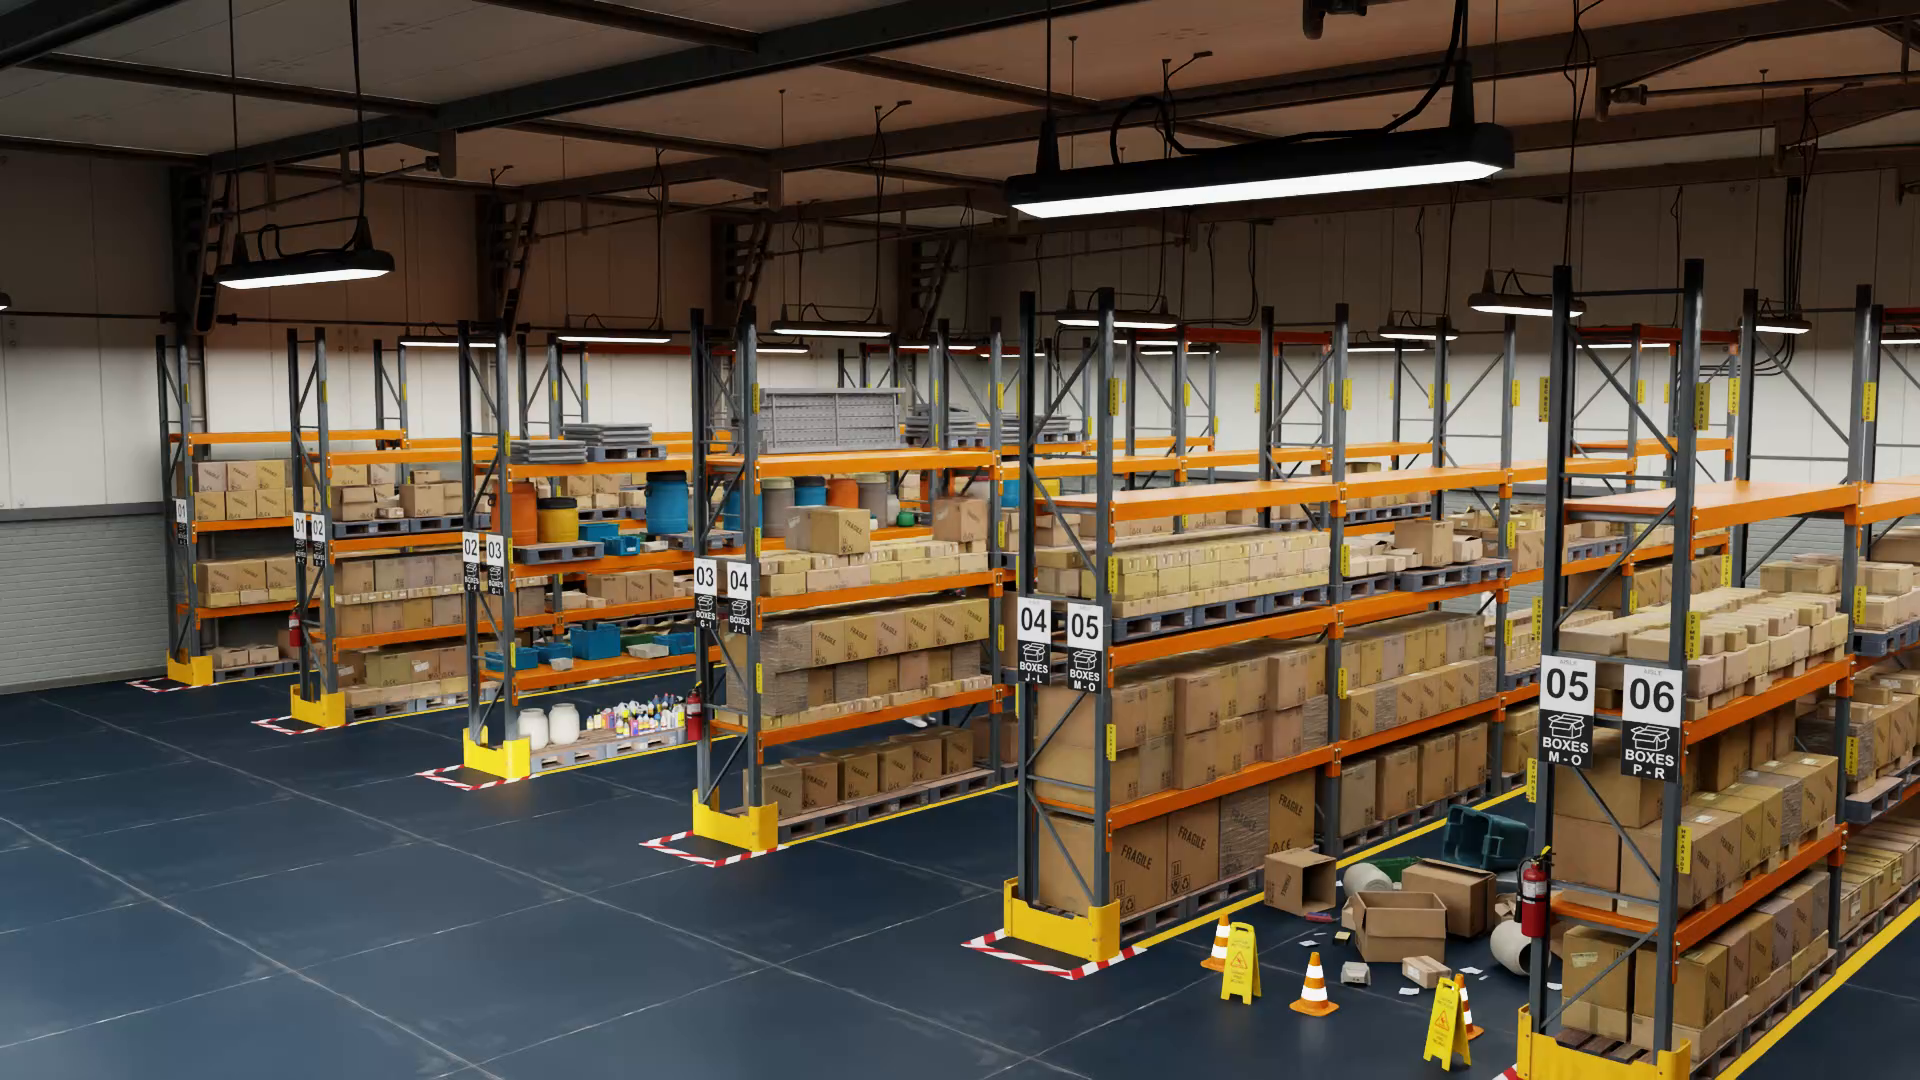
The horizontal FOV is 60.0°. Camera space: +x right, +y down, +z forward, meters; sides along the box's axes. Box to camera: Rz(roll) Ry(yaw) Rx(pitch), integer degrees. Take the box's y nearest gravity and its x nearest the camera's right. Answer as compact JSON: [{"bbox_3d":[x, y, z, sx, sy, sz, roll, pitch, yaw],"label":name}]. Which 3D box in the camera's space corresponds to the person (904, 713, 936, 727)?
[{"bbox_3d":[-0.595,1.927,25.104,0.575,1.777,0.634,-2,6,-17],"label":"person"}]

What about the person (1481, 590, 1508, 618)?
[{"bbox_3d":[9.677,1.508,30.145,0.478,1.640,0.576,0,5,0],"label":"person"}]

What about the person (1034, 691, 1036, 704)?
[{"bbox_3d":[1.254,2.006,25.226,0.436,1.536,0.972,5,7,41],"label":"person"}]
